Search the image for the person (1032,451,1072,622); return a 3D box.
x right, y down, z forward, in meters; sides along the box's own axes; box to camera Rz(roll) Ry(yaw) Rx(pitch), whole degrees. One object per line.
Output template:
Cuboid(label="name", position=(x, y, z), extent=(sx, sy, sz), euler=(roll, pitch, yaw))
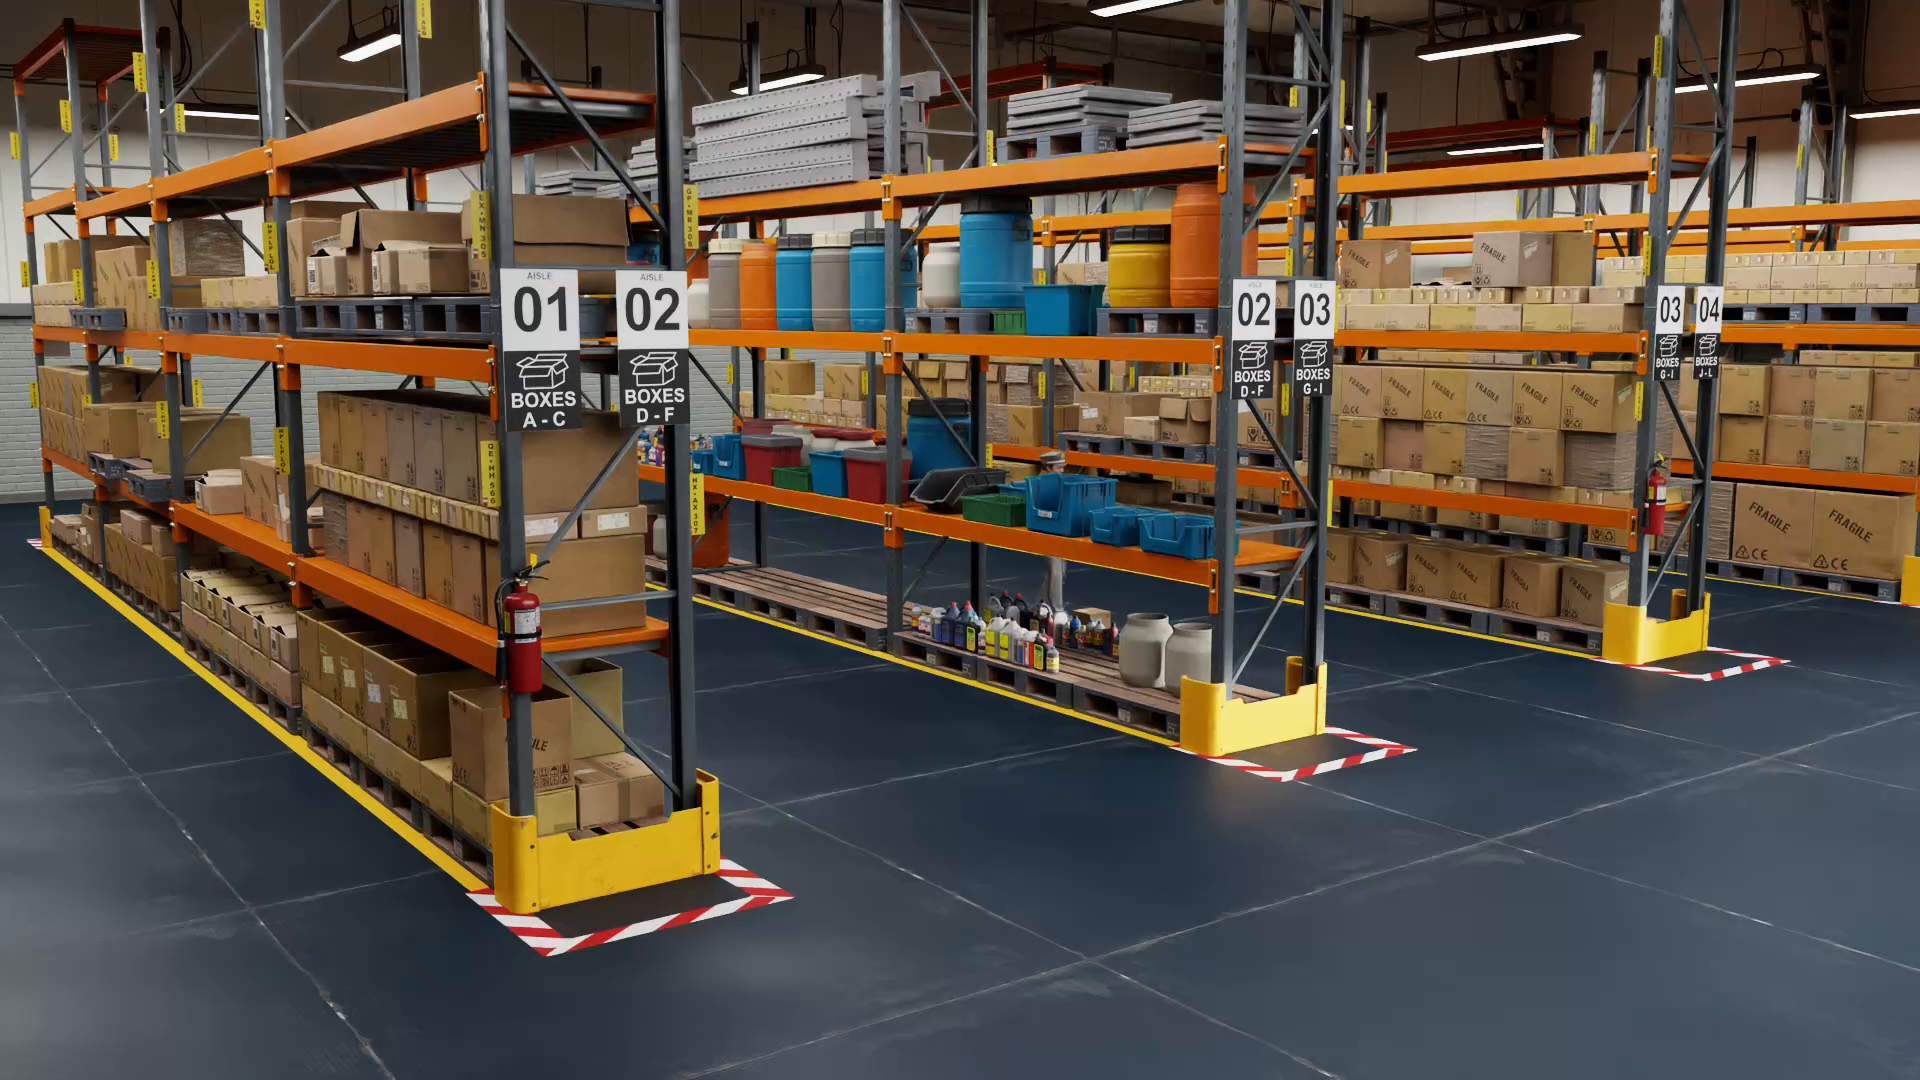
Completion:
Cuboid(label="person", position=(0.890, -0.017, 15.834), extent=(0.608, 1.662, 0.472), euler=(5, 9, 30))
